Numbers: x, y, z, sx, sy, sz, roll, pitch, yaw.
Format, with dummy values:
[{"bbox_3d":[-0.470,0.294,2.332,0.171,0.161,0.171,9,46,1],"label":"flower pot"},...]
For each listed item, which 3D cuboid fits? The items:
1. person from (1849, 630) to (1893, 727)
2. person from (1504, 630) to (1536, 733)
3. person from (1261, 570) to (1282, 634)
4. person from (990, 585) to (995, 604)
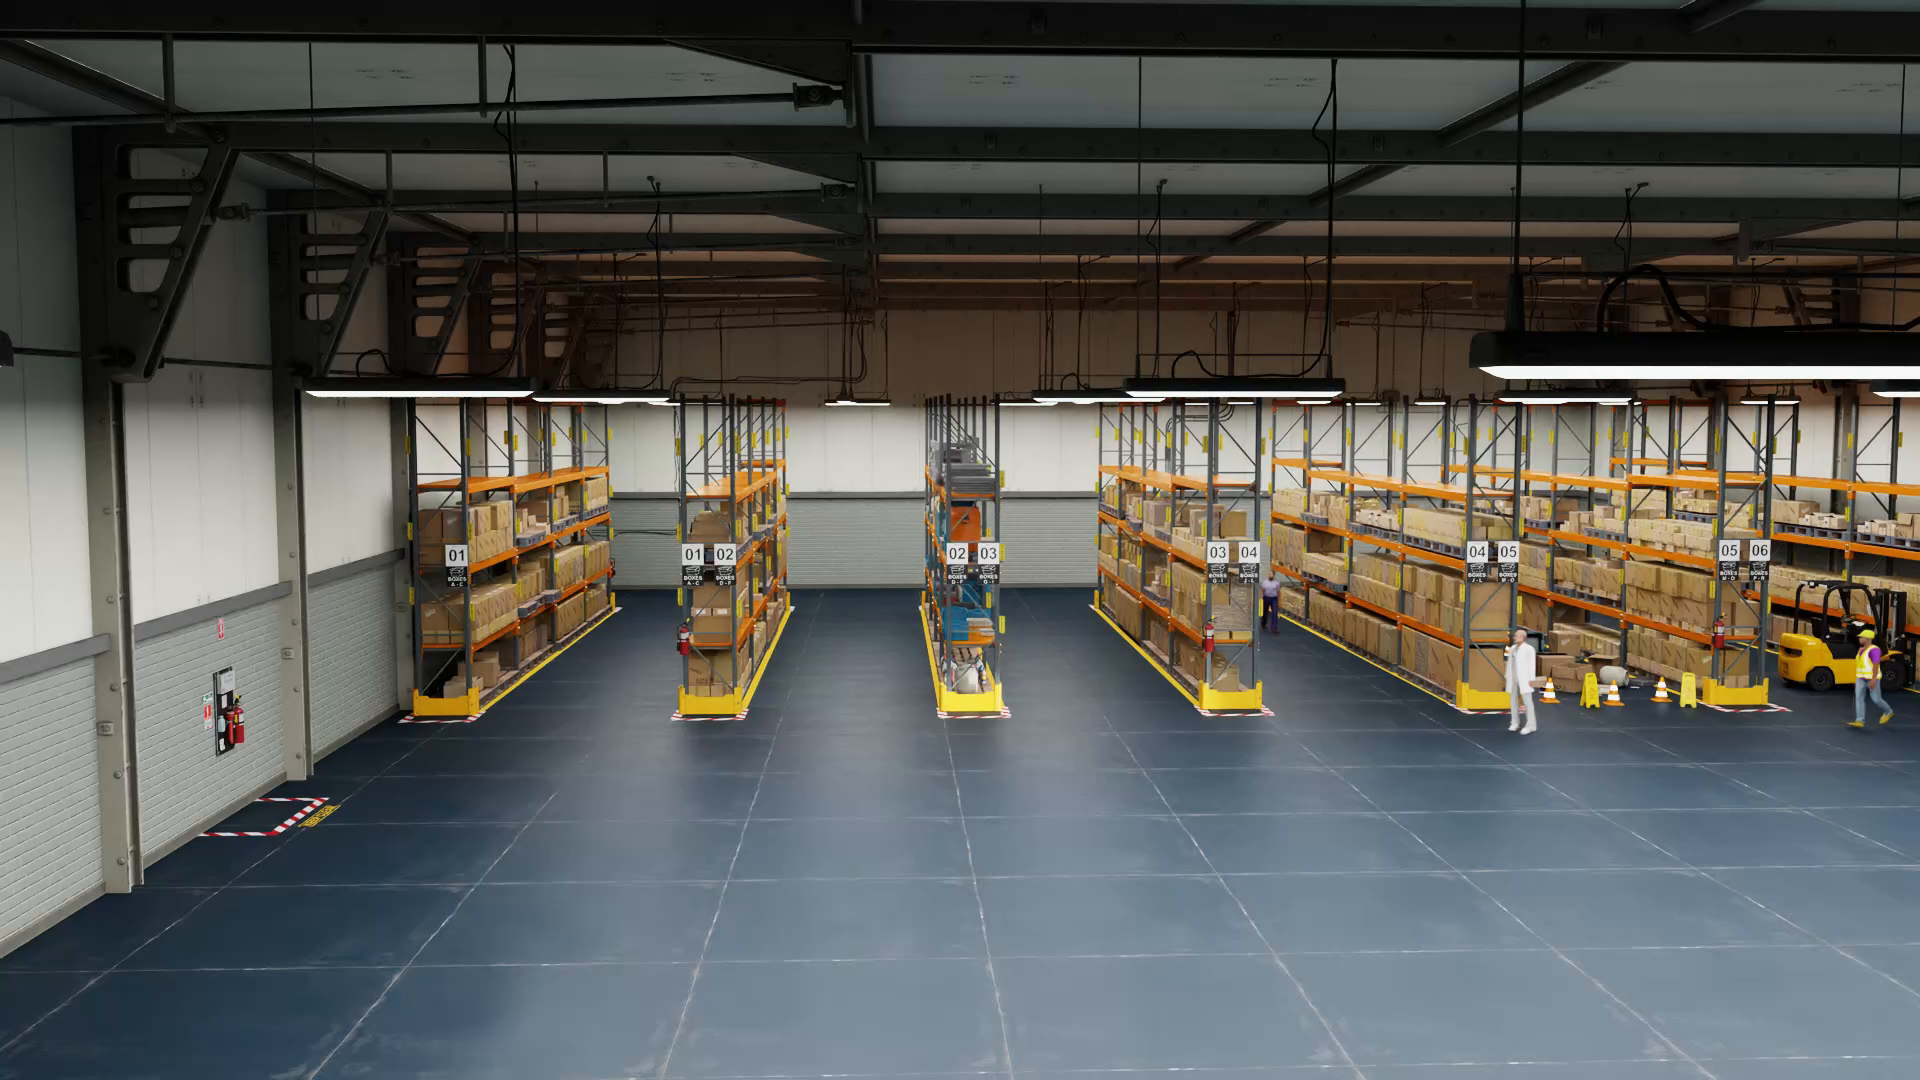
[{"bbox_3d":[16.359,2.493,29.920,0.907,1.744,0.547,-2,5,-28],"label":"person"},{"bbox_3d":[9.931,2.499,29.540,0.465,1.787,0.614,-4,6,-43],"label":"person"},{"bbox_3d":[7.954,1.564,42.530,0.561,1.606,0.929,0,5,3],"label":"person"},{"bbox_3d":[0.843,0.996,48.471,0.615,1.730,1.001,-1,5,-13],"label":"person"}]
